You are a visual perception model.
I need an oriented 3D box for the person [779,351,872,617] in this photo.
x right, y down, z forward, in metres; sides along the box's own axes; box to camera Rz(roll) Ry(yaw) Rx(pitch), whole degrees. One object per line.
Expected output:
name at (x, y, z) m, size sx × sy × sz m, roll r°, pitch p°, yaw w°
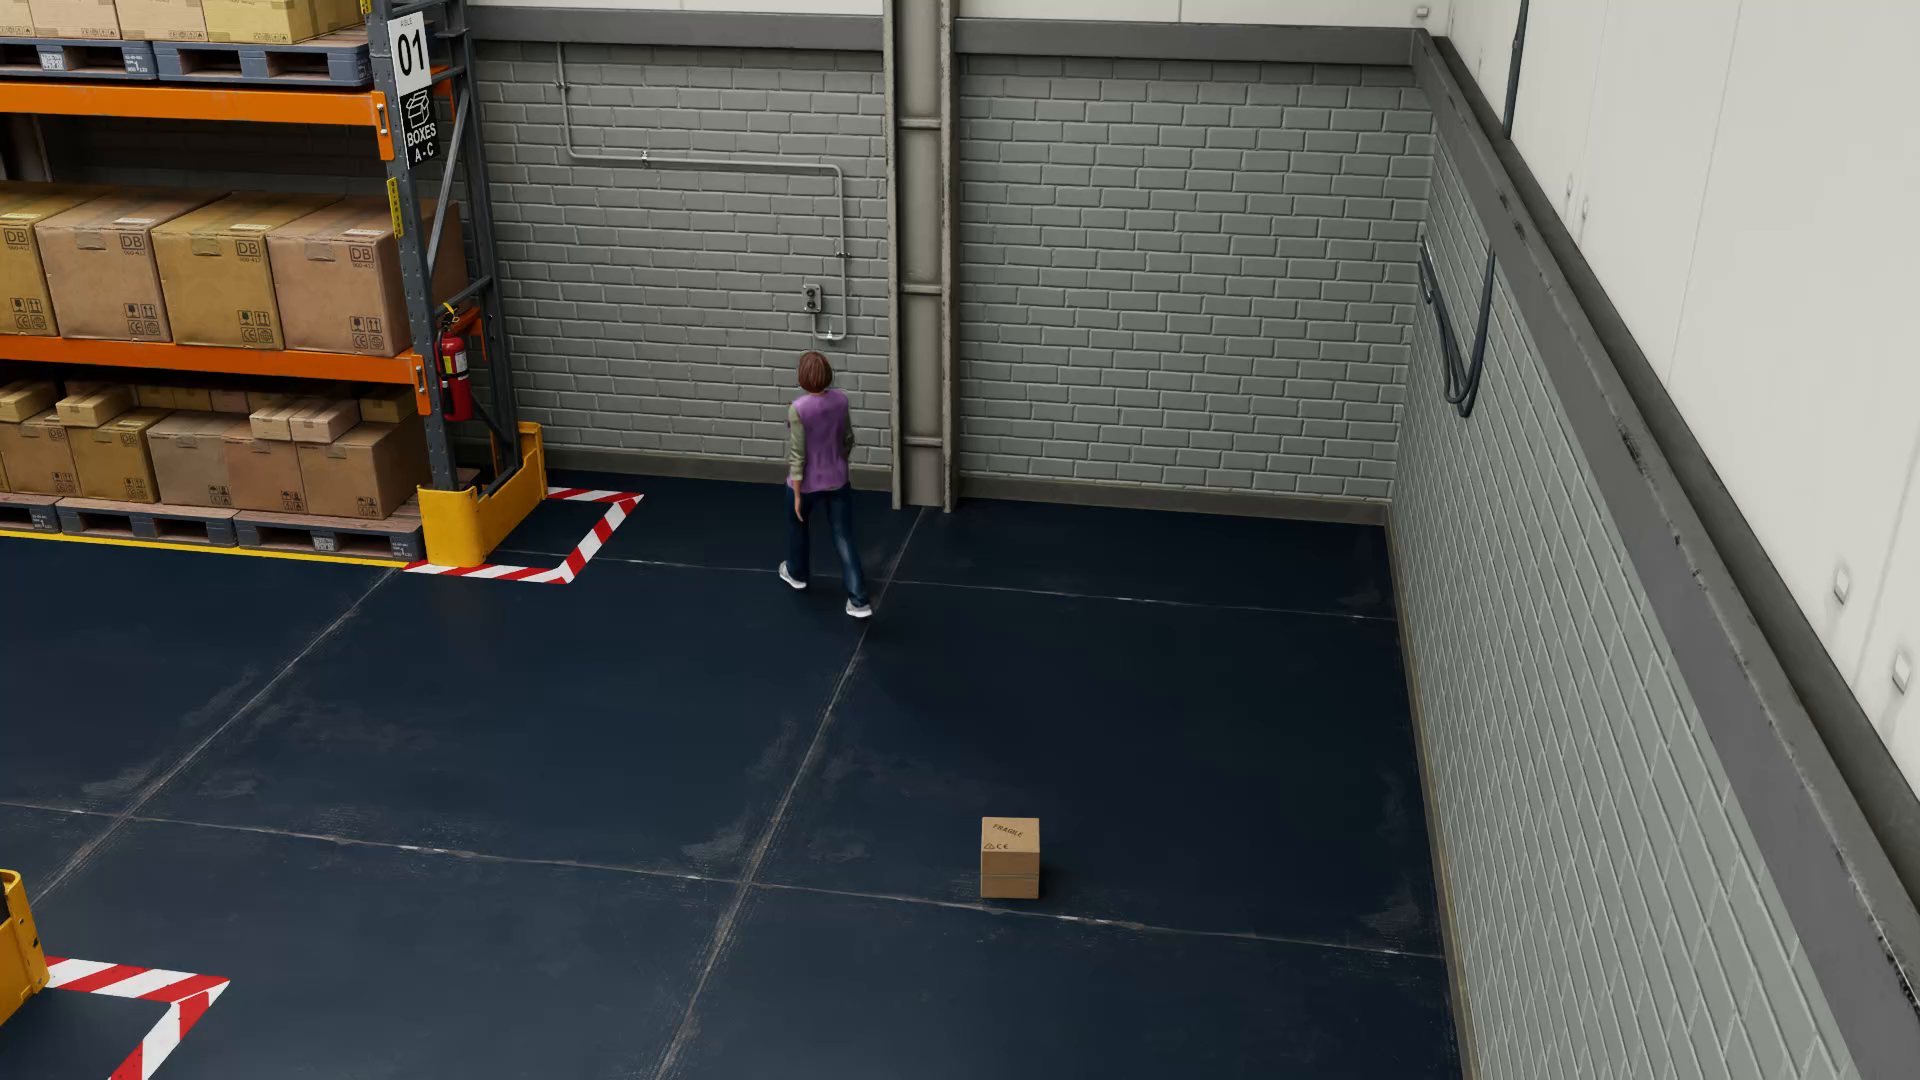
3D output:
person at (-0.784, -0.342, 9.344) m, size 0.428 × 1.543 × 0.949 m, roll -11°, pitch 27°, yaw -22°
